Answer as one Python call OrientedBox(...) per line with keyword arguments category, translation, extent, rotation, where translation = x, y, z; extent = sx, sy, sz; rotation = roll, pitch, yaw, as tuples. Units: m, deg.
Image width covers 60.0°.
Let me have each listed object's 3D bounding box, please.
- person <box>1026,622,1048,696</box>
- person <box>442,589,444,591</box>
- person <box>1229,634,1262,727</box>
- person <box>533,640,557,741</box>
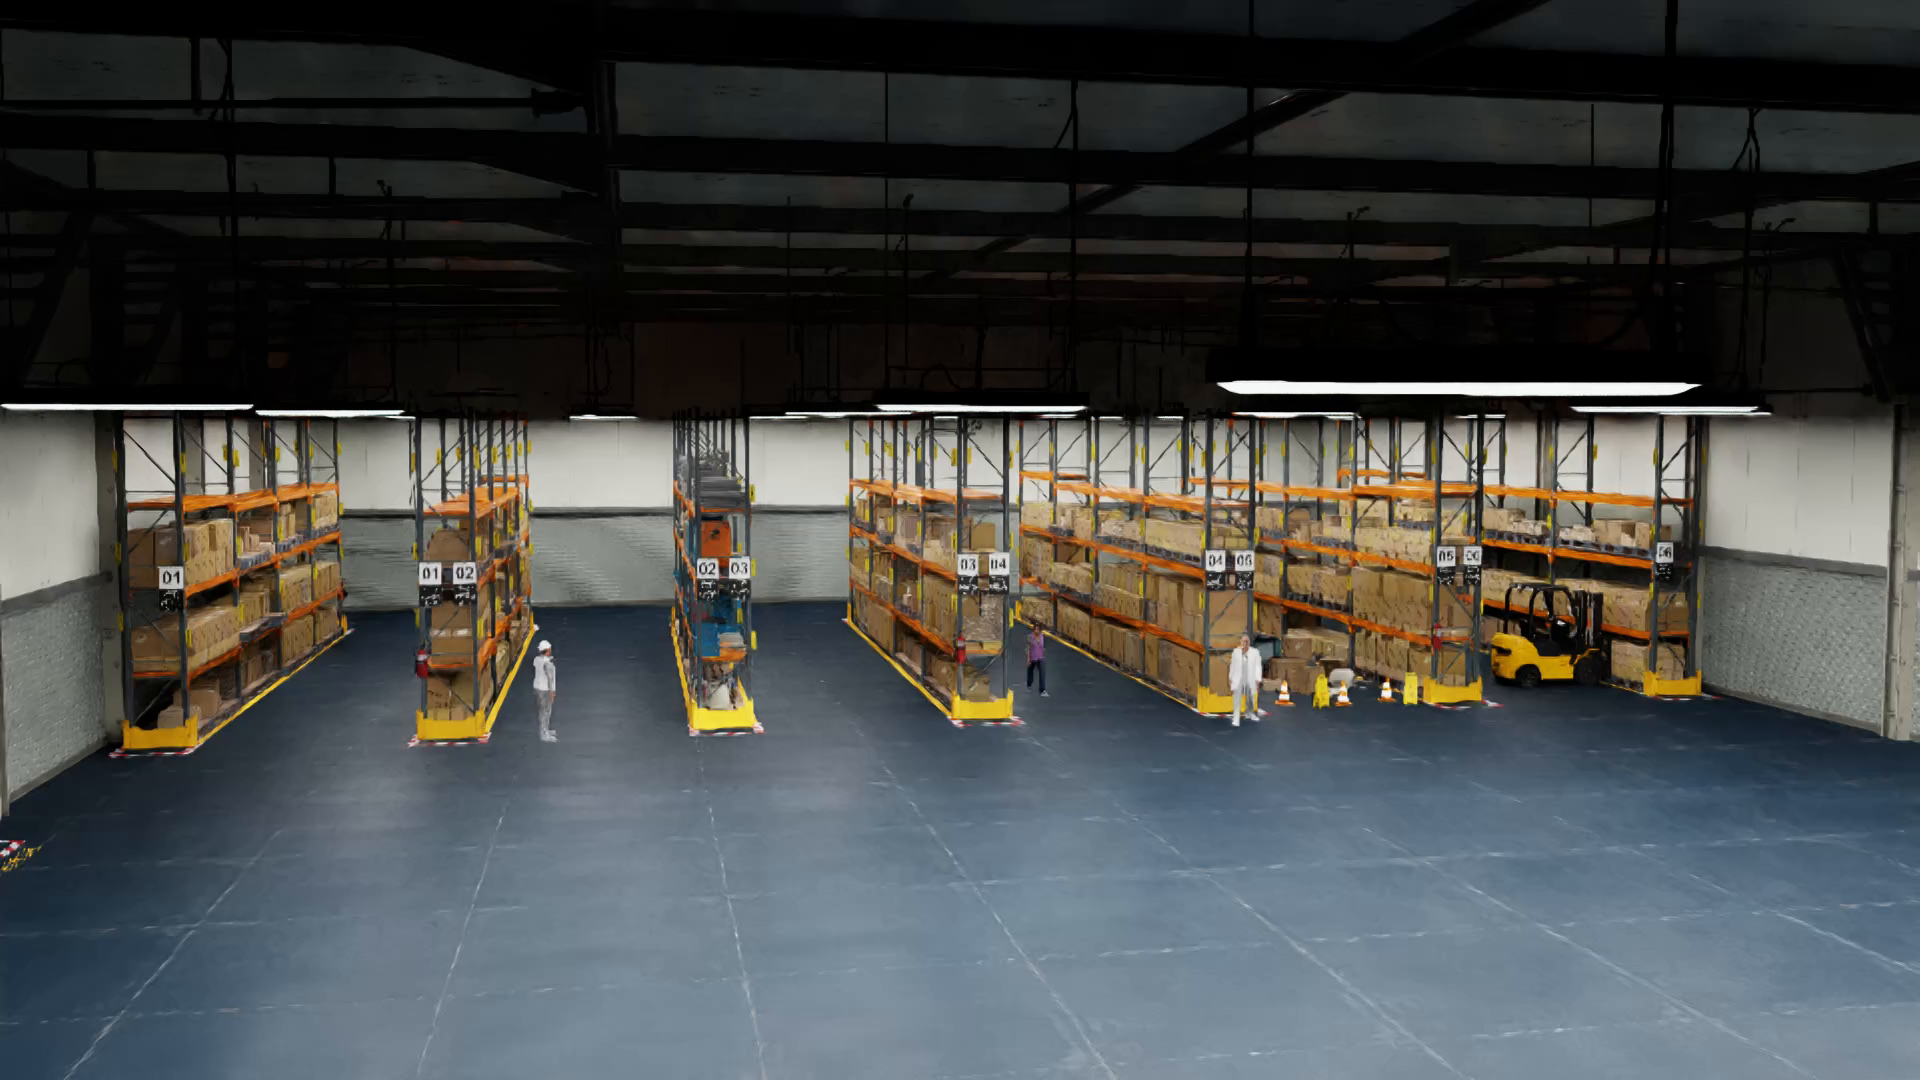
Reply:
OrientedBox(category="person", translation=(1.582, 2.472, 34.857), extent=(0.417, 1.517, 1.037), rotation=(-1, 4, -9))
OrientedBox(category="person", translation=(-13.567, 1.736, 43.874), extent=(0.553, 1.709, 1.117), rotation=(-1, 4, -9))
OrientedBox(category="person", translation=(5.379, 2.636, 31.368), extent=(0.629, 1.736, 1.043), rotation=(1, 4, 11))
OrientedBox(category="person", translation=(-7.431, 2.689, 29.955), extent=(0.462, 1.782, 0.598), rotation=(-3, 5, -39))
